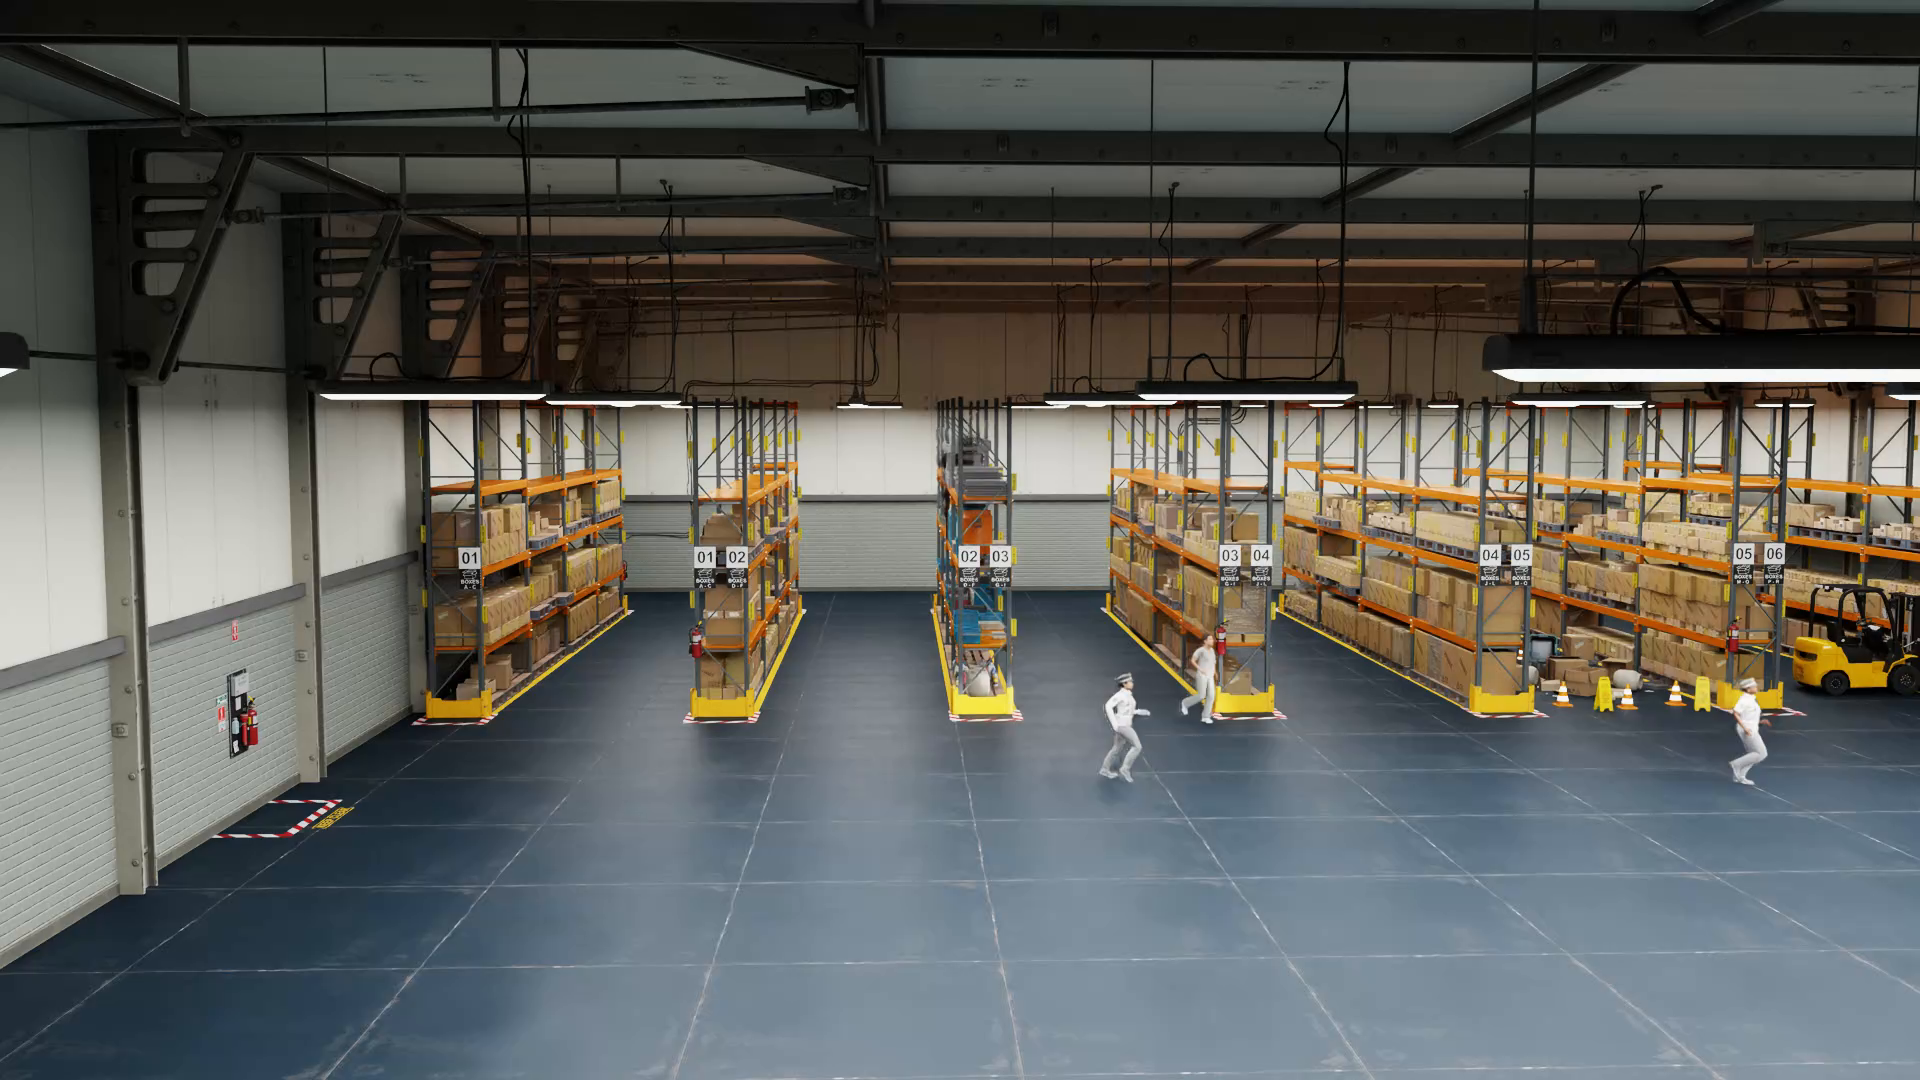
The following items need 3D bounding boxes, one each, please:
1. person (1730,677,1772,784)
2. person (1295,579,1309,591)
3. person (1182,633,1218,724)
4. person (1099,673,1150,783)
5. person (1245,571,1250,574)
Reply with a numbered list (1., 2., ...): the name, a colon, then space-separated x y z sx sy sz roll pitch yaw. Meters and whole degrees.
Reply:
1. person: 12.136 2.927 25.491 0.549 1.659 0.567 2 5 29
2. person: 10.148 1.079 48.969 0.671 1.728 0.669 0 4 3
3. person: 4.549 2.533 30.786 0.621 1.617 0.819 -3 5 -36
4. person: 2.546 2.899 25.702 0.771 1.714 0.572 1 5 12
5. person: 7.912 1.262 47.468 0.641 1.585 0.518 3 5 36
